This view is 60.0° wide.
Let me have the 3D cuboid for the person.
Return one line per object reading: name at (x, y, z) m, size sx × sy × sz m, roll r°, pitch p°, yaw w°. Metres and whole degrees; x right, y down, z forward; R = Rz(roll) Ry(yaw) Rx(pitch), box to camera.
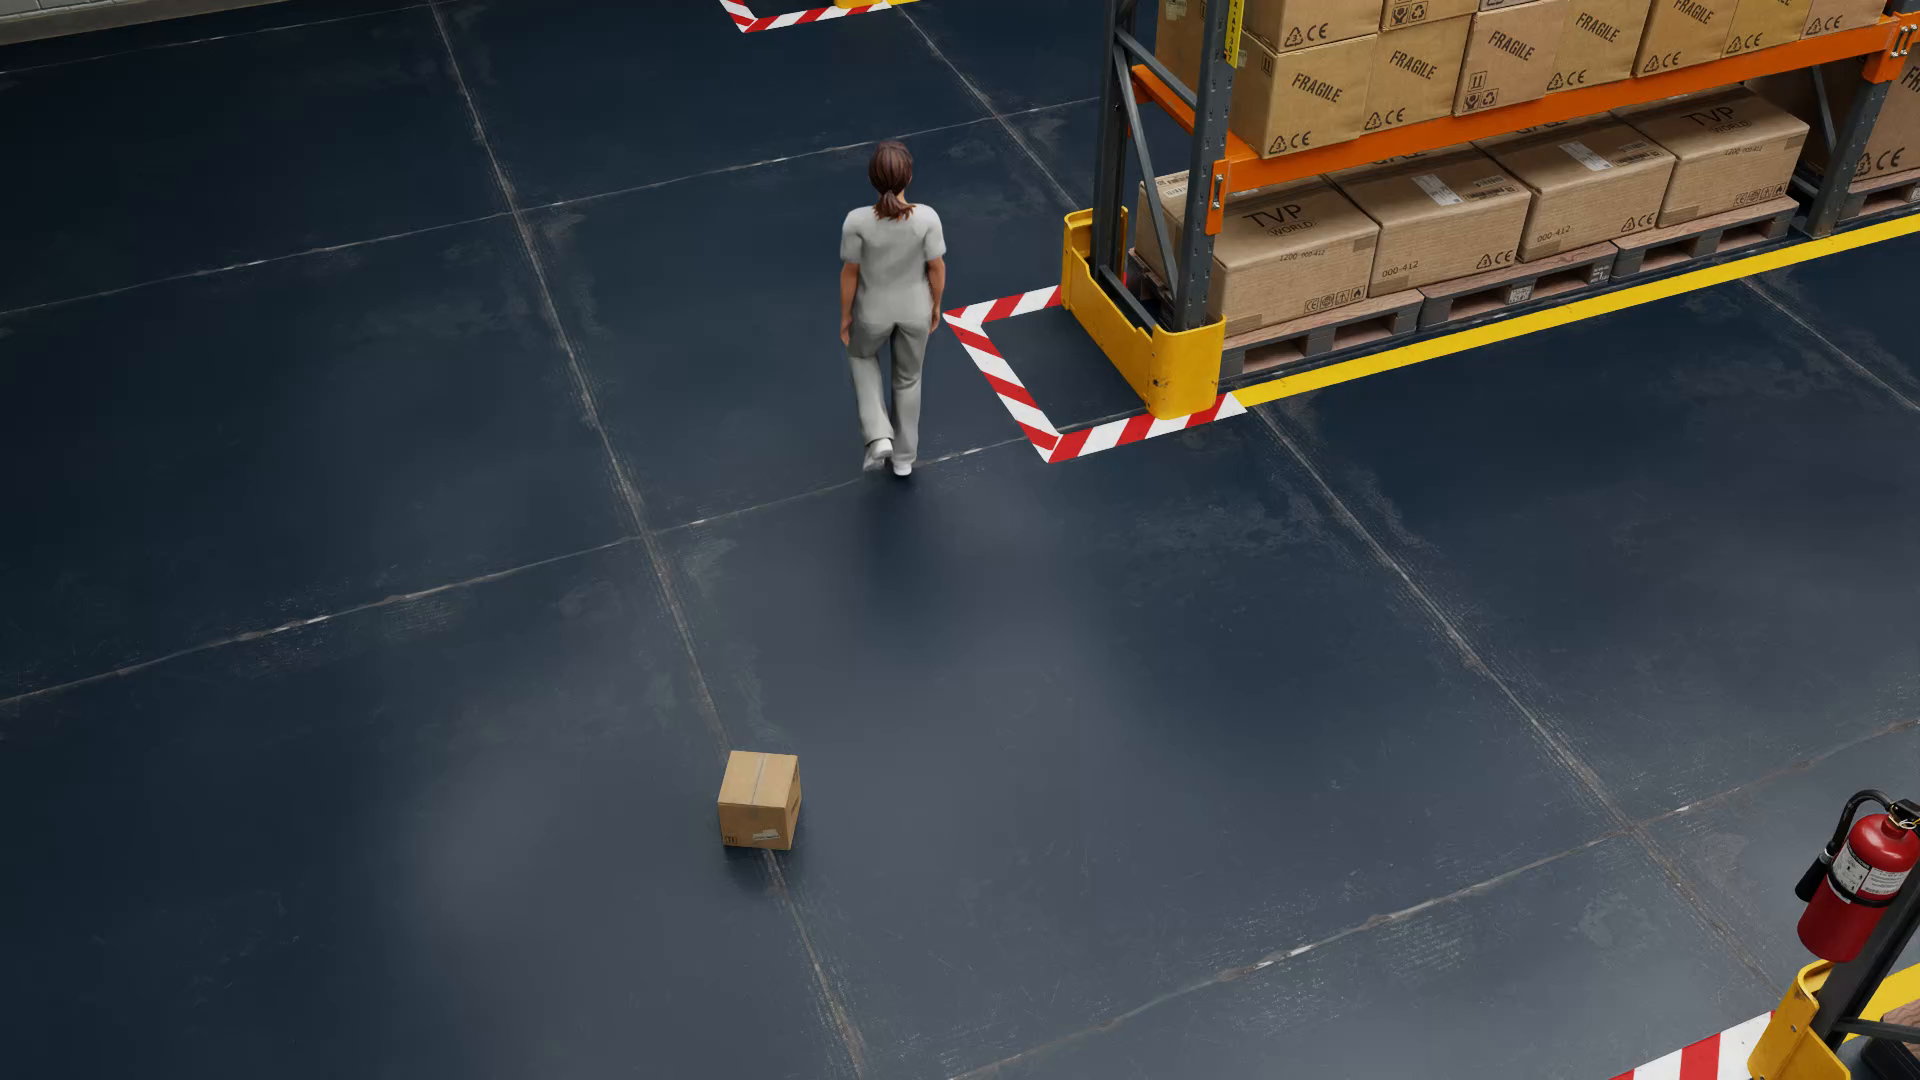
person at (-0.294, -0.989, 7.222) m, size 0.467 × 1.665 × 0.471 m, roll -4°, pitch 42°, yaw -4°
